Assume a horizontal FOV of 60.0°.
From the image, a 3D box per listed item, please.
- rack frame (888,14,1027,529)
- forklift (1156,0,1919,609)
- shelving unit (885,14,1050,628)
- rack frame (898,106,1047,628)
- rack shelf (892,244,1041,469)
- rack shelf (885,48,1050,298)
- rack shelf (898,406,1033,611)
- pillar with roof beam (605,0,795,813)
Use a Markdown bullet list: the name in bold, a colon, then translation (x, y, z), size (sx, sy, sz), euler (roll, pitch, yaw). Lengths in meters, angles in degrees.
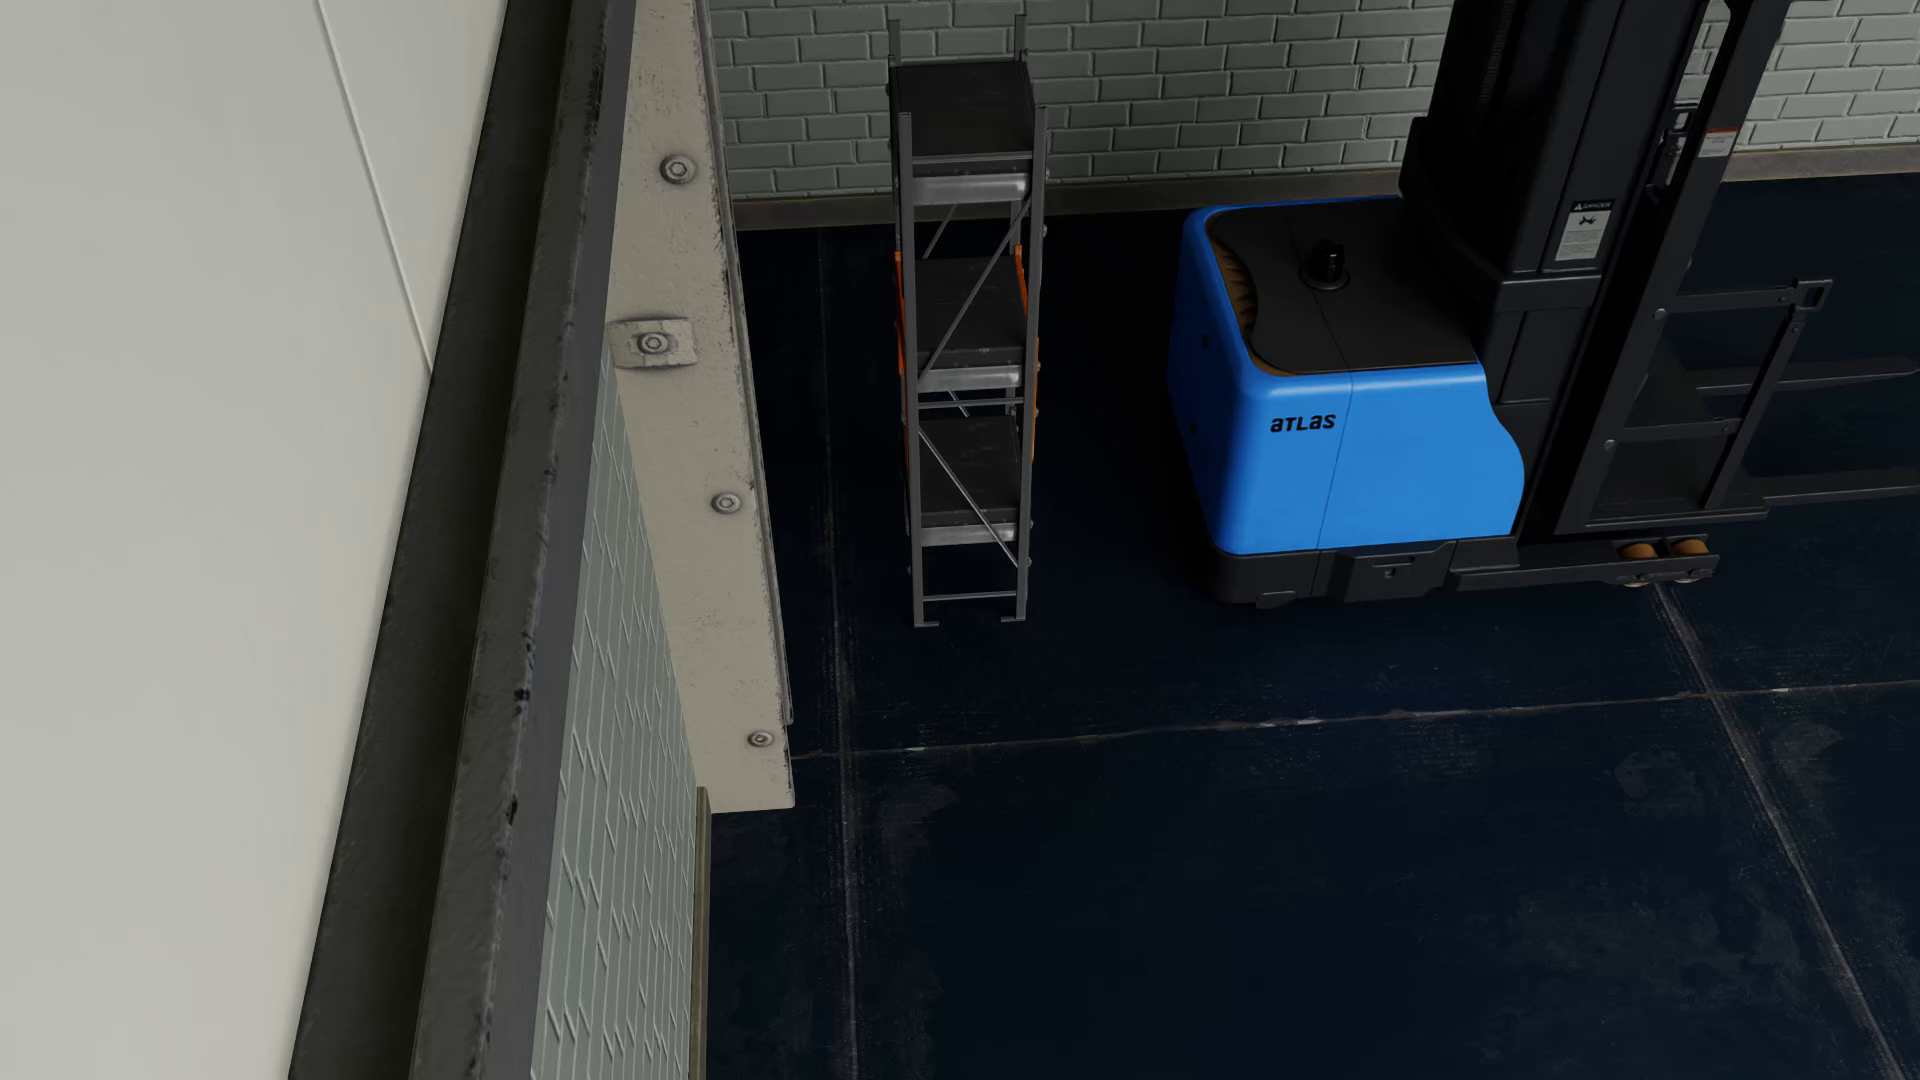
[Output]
- **rack frame**: translation (-0.007, -0.779, 5.541), size (0.400, 2.100, 0.015), euler (-3, 47, -3)
- **forklift**: translation (2.327, -1.216, 5.383), size (3.031, 2.935, 1.130), euler (-4, 47, -4)
- **shelving unit**: translation (0.014, -0.602, 5.374), size (0.431, 2.100, 0.503), euler (-3, 47, -3)
- **rack frame**: translation (0.034, -0.426, 5.207), size (0.400, 2.100, 0.015), euler (-3, 47, -3)
- **rack shelf**: translation (0.014, -0.593, 5.384), size (0.431, 0.518, 0.480), euler (-3, 47, -3)
- **rack shelf**: translation (0.014, -1.074, 4.876), size (0.431, 0.518, 0.480), euler (-3, 47, -3)
- **rack shelf**: translation (0.014, -0.112, 5.892), size (0.431, 0.518, 0.480), euler (-3, 47, -3)
- **pillar with roof beam**: translation (3.580, -2.618, 2.532), size (9.100, 9.000, 0.400), euler (-3, 47, -3)
